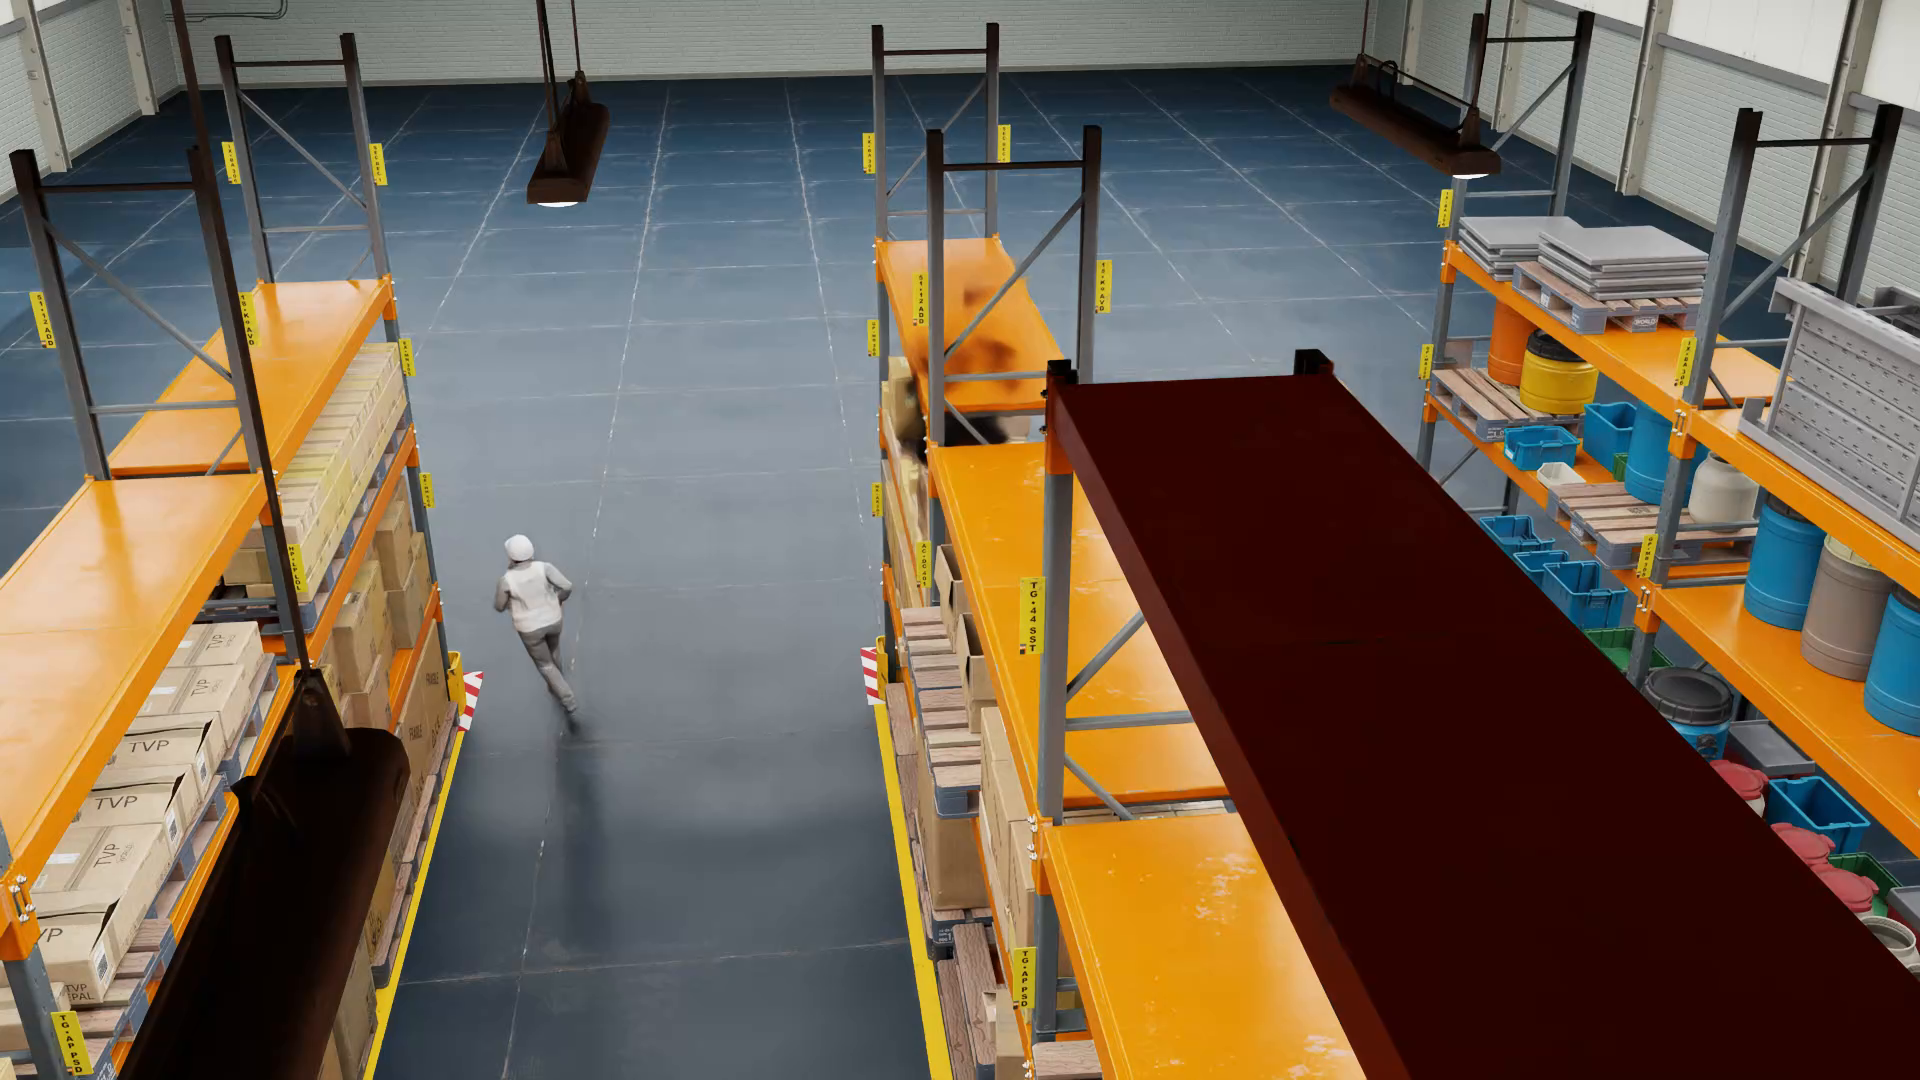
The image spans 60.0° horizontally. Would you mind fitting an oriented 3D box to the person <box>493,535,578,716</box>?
[{"bbox_3d":[-3.796,0.781,14.861,0.660,1.795,0.872,-16,30,-30],"label":"person"}]
